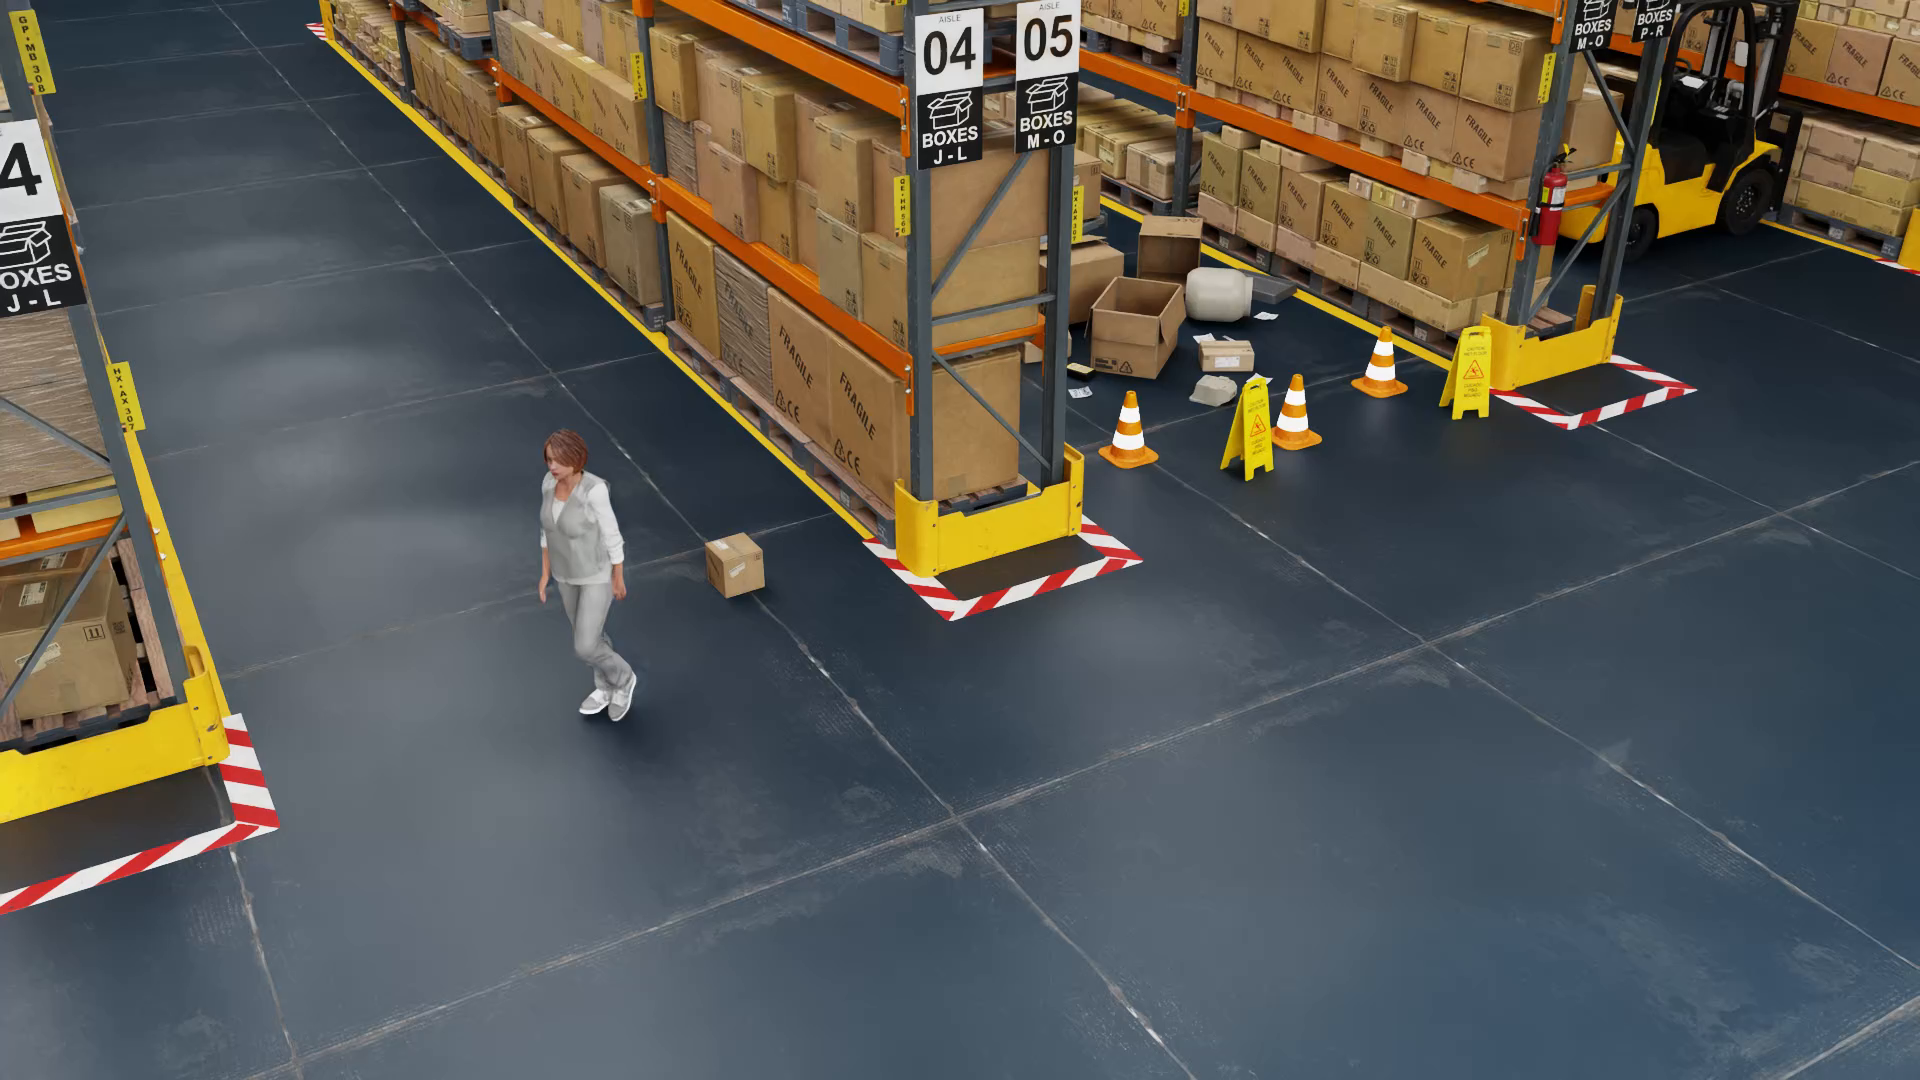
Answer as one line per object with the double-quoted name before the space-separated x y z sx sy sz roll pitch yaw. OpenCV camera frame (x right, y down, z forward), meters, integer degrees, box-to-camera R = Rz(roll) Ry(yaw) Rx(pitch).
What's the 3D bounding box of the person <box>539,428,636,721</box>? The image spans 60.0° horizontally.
"person" -1.855 0.194 8.173 0.422 1.604 0.411 18 34 29
